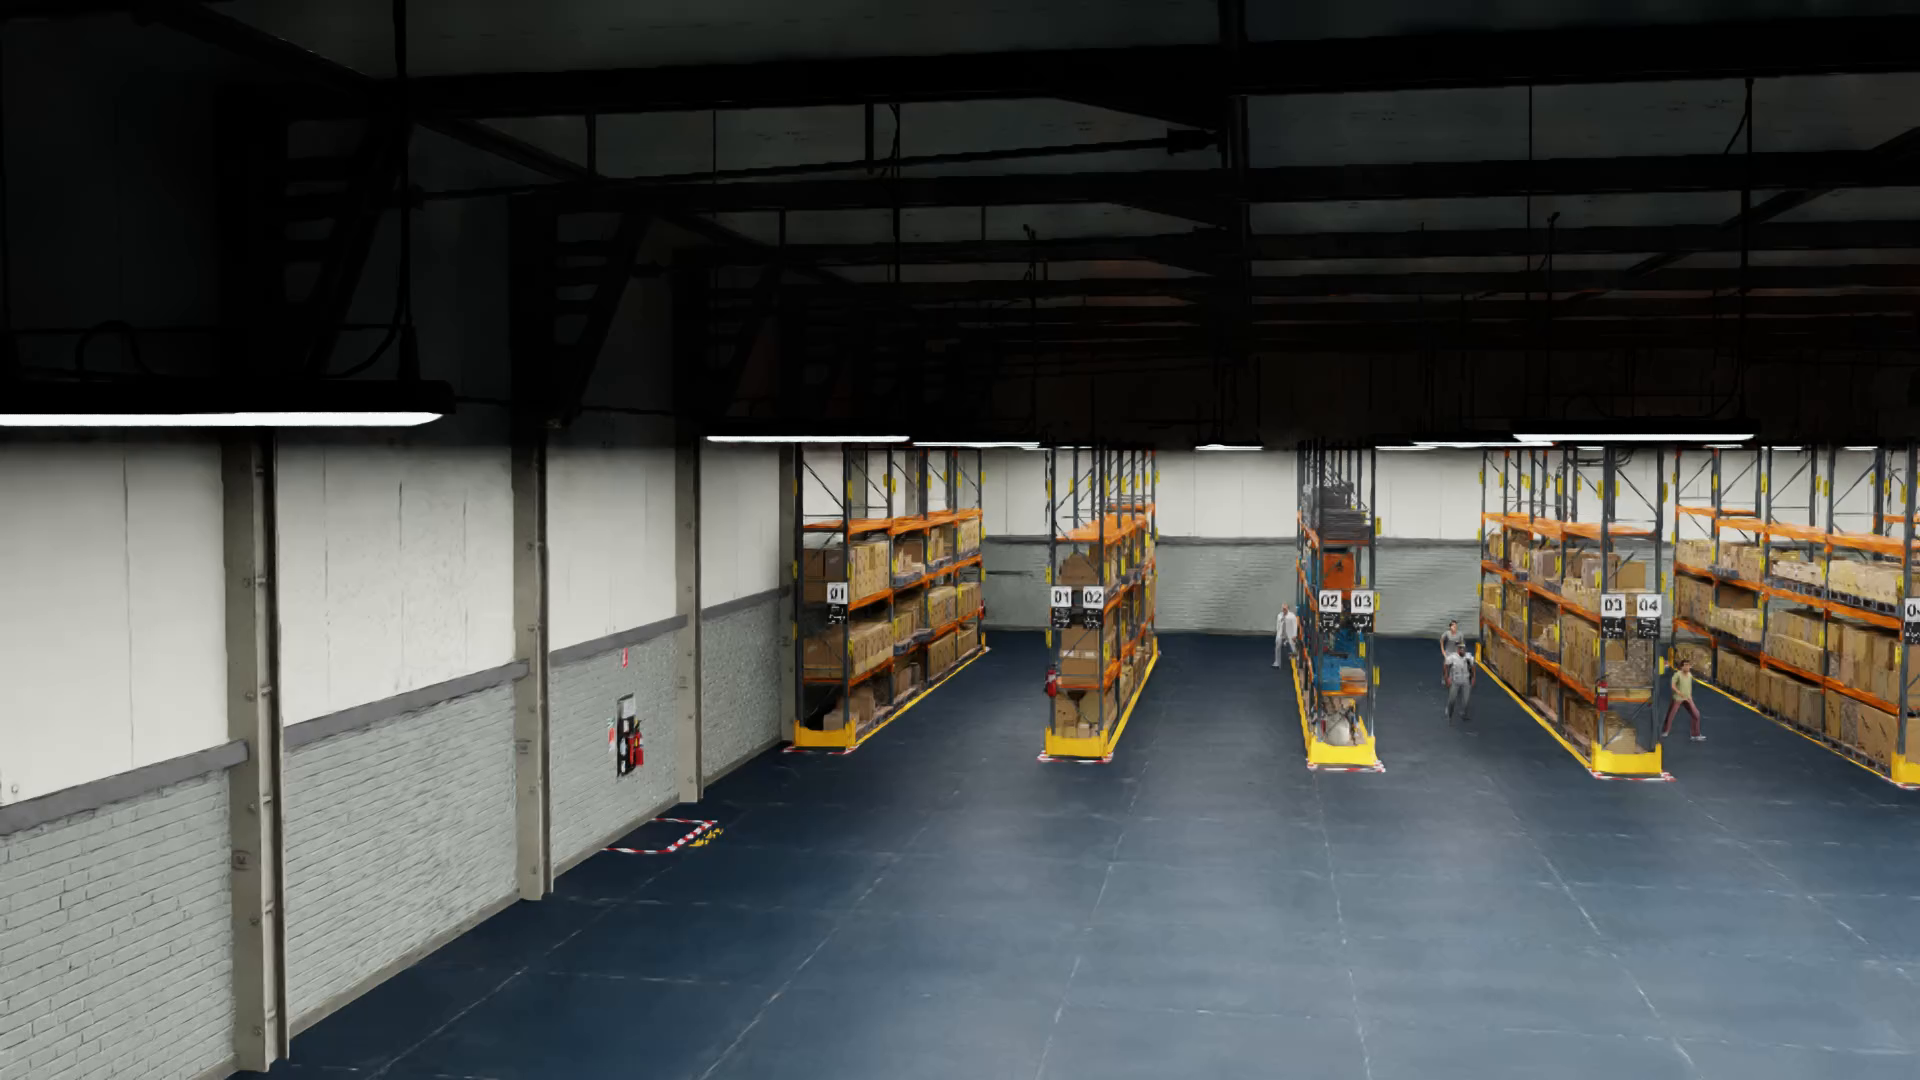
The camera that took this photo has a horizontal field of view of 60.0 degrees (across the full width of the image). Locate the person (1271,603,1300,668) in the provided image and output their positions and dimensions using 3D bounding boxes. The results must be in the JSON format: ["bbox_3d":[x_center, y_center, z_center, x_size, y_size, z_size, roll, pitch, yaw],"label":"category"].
[{"bbox_3d":[8.690,2.525,44.244,0.633,1.729,1.053,2,4,31],"label":"person"}]

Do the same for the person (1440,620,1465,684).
[{"bbox_3d":[12.090,2.760,40.848,0.580,1.618,0.506,0,3,8],"label":"person"}]

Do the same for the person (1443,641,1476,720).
[{"bbox_3d":[10.675,2.992,35.521,0.682,1.711,0.542,0,3,8],"label":"person"}]

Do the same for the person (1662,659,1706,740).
[{"bbox_3d":[14.398,3.153,33.178,0.611,1.602,0.817,0,3,-7],"label":"person"}]
